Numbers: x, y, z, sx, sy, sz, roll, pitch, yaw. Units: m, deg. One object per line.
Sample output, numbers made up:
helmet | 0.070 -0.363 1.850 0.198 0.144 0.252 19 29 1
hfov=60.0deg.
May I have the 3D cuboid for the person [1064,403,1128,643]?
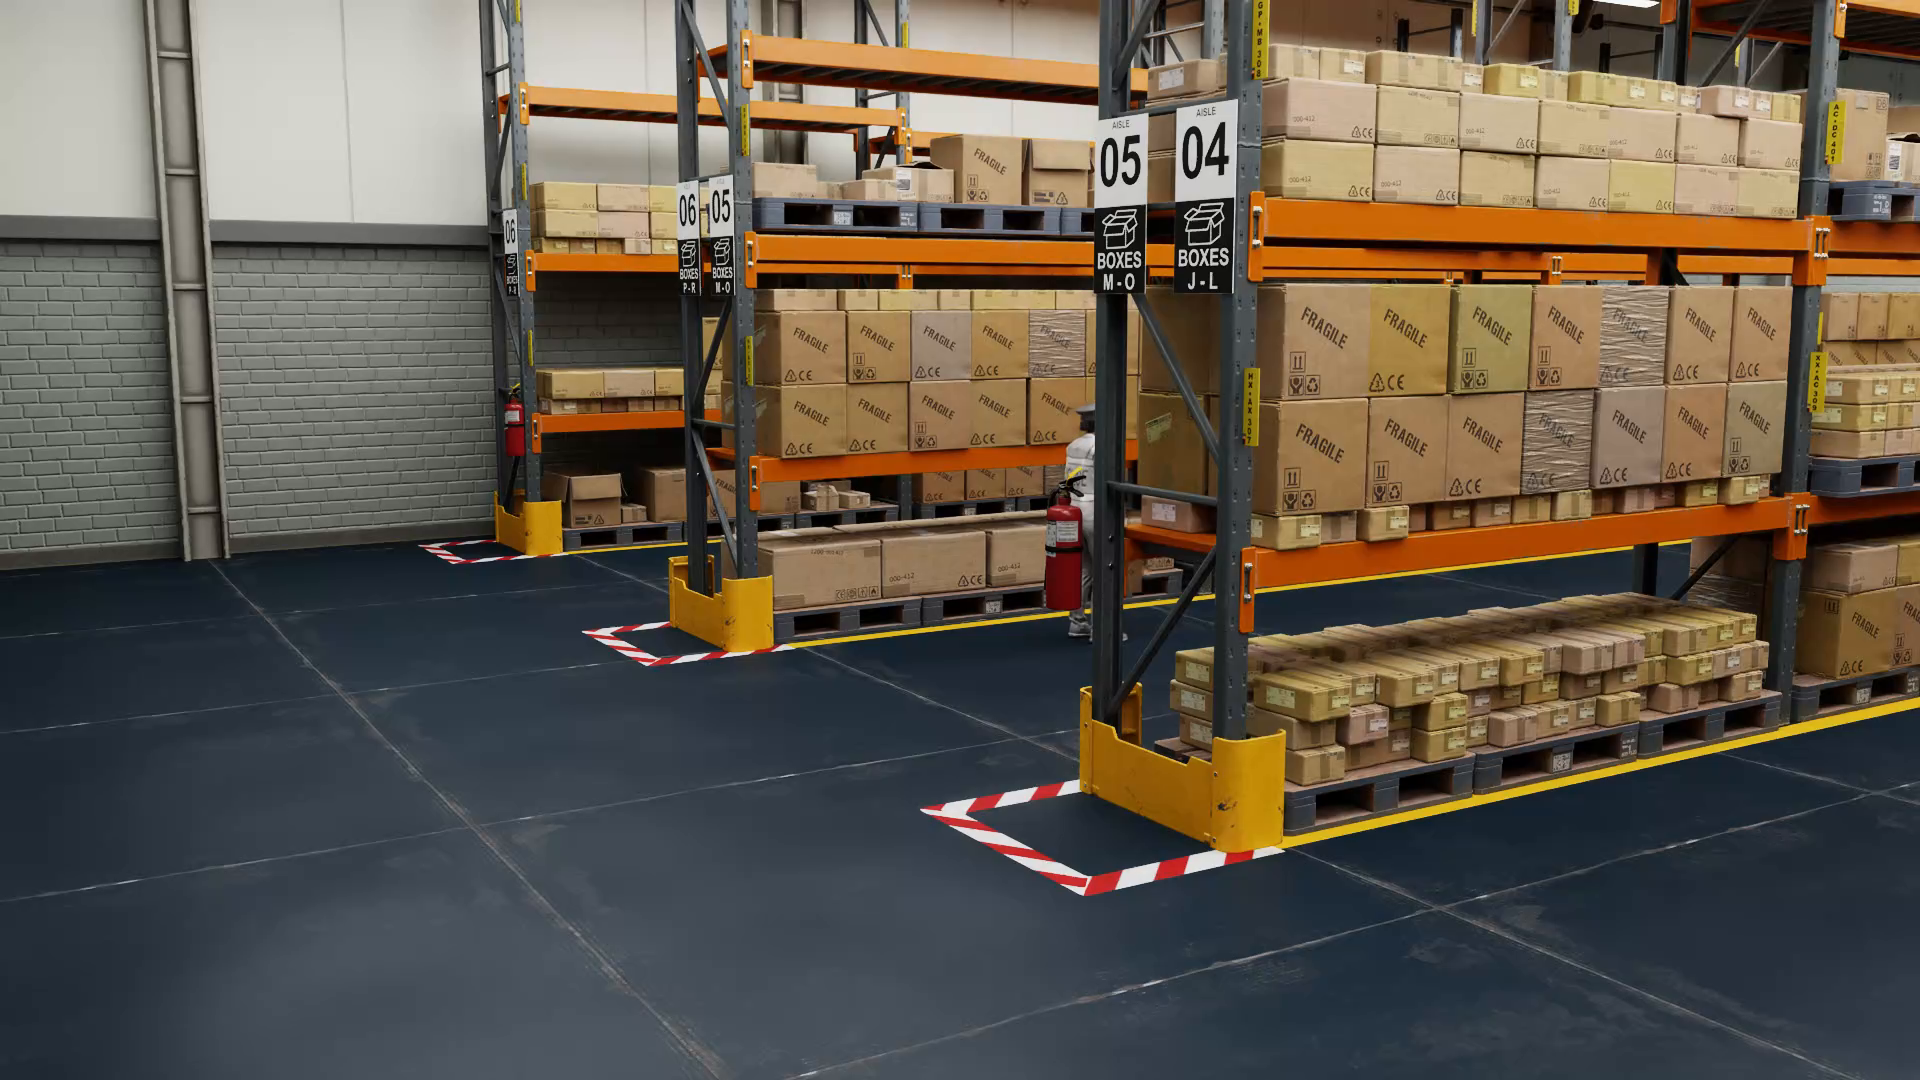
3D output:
person | 0.921 -0.126 11.661 0.359 1.671 0.509 -5 10 -32
